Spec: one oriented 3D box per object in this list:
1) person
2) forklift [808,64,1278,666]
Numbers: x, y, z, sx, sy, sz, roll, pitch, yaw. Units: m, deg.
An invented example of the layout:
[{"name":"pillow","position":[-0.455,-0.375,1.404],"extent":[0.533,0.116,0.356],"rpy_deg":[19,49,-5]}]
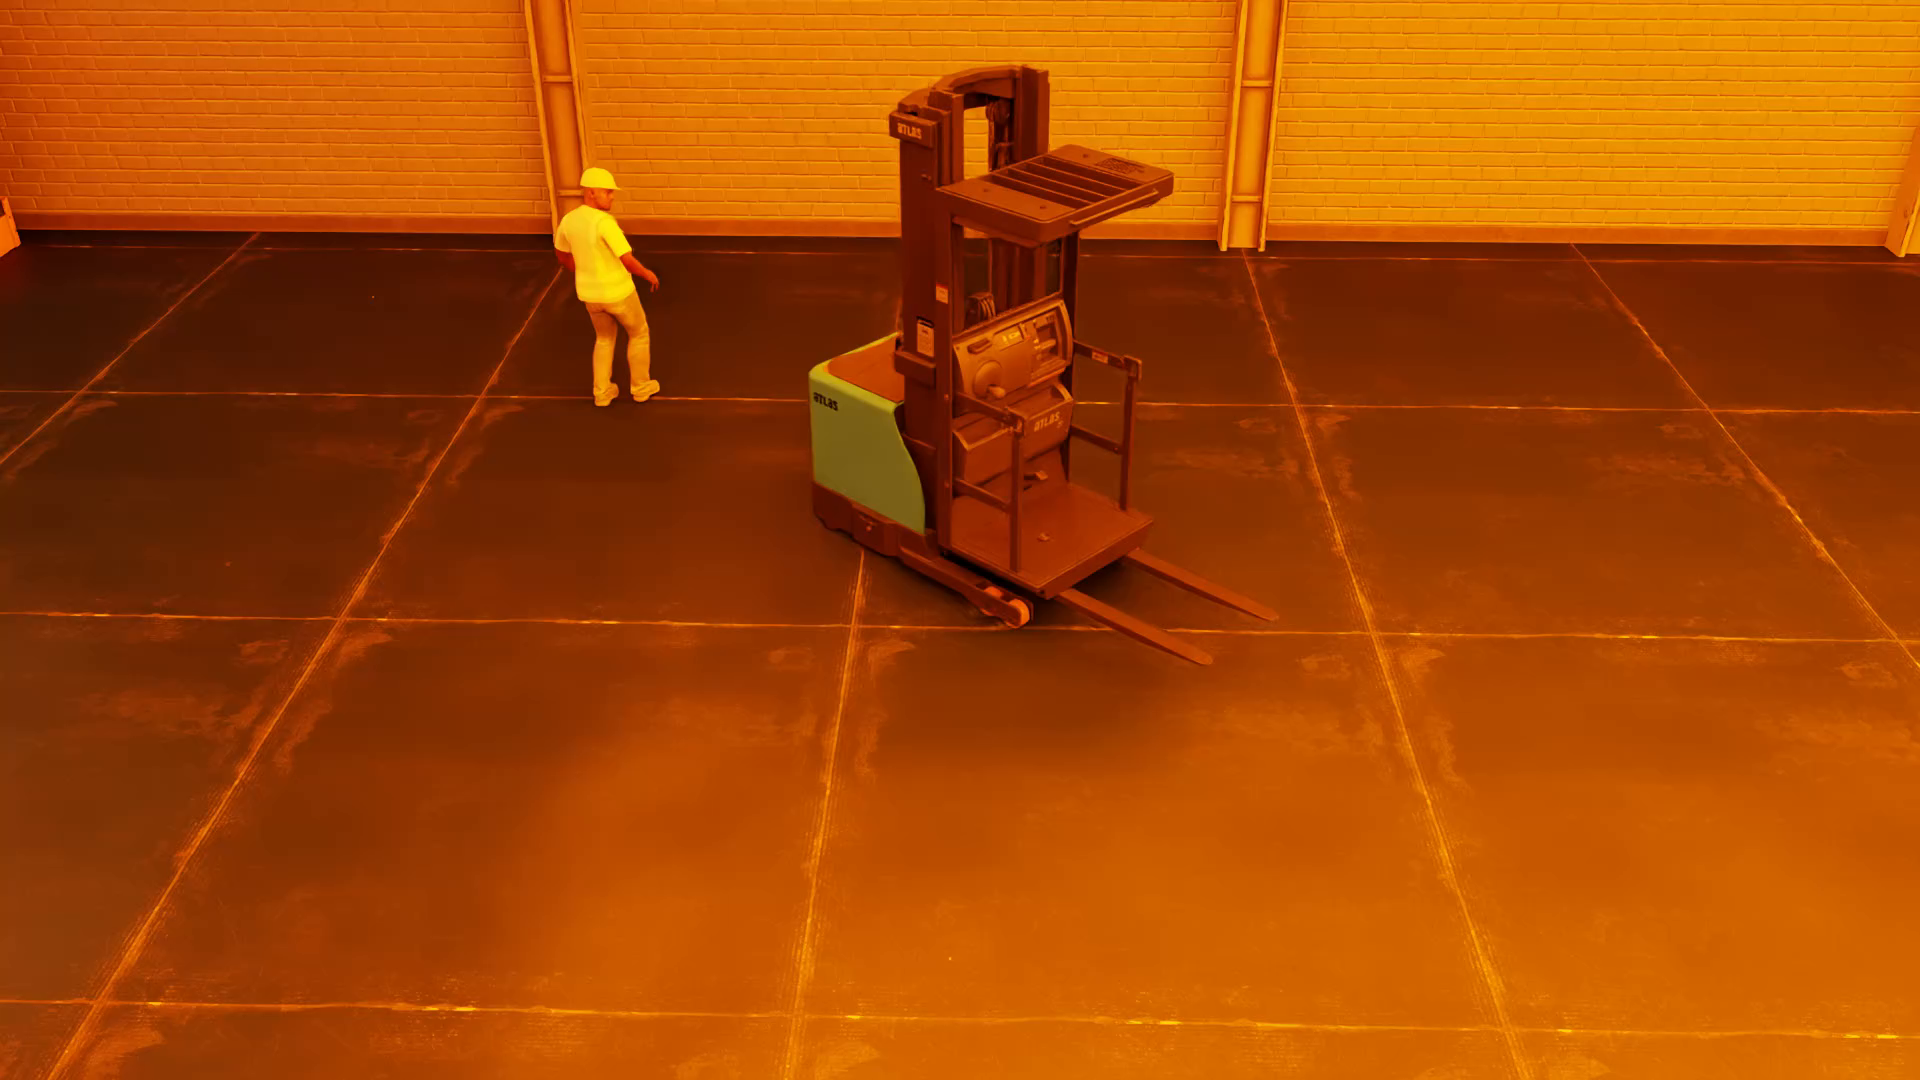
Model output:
[{"name":"person","position":[-2.506,-1.805,11.874],"extent":[0.783,1.723,0.513],"rpy_deg":[15,34,23]},{"name":"forklift","position":[0.464,-1.050,9.396],"extent":[3.031,2.935,1.130],"rpy_deg":[26,39,37]}]
